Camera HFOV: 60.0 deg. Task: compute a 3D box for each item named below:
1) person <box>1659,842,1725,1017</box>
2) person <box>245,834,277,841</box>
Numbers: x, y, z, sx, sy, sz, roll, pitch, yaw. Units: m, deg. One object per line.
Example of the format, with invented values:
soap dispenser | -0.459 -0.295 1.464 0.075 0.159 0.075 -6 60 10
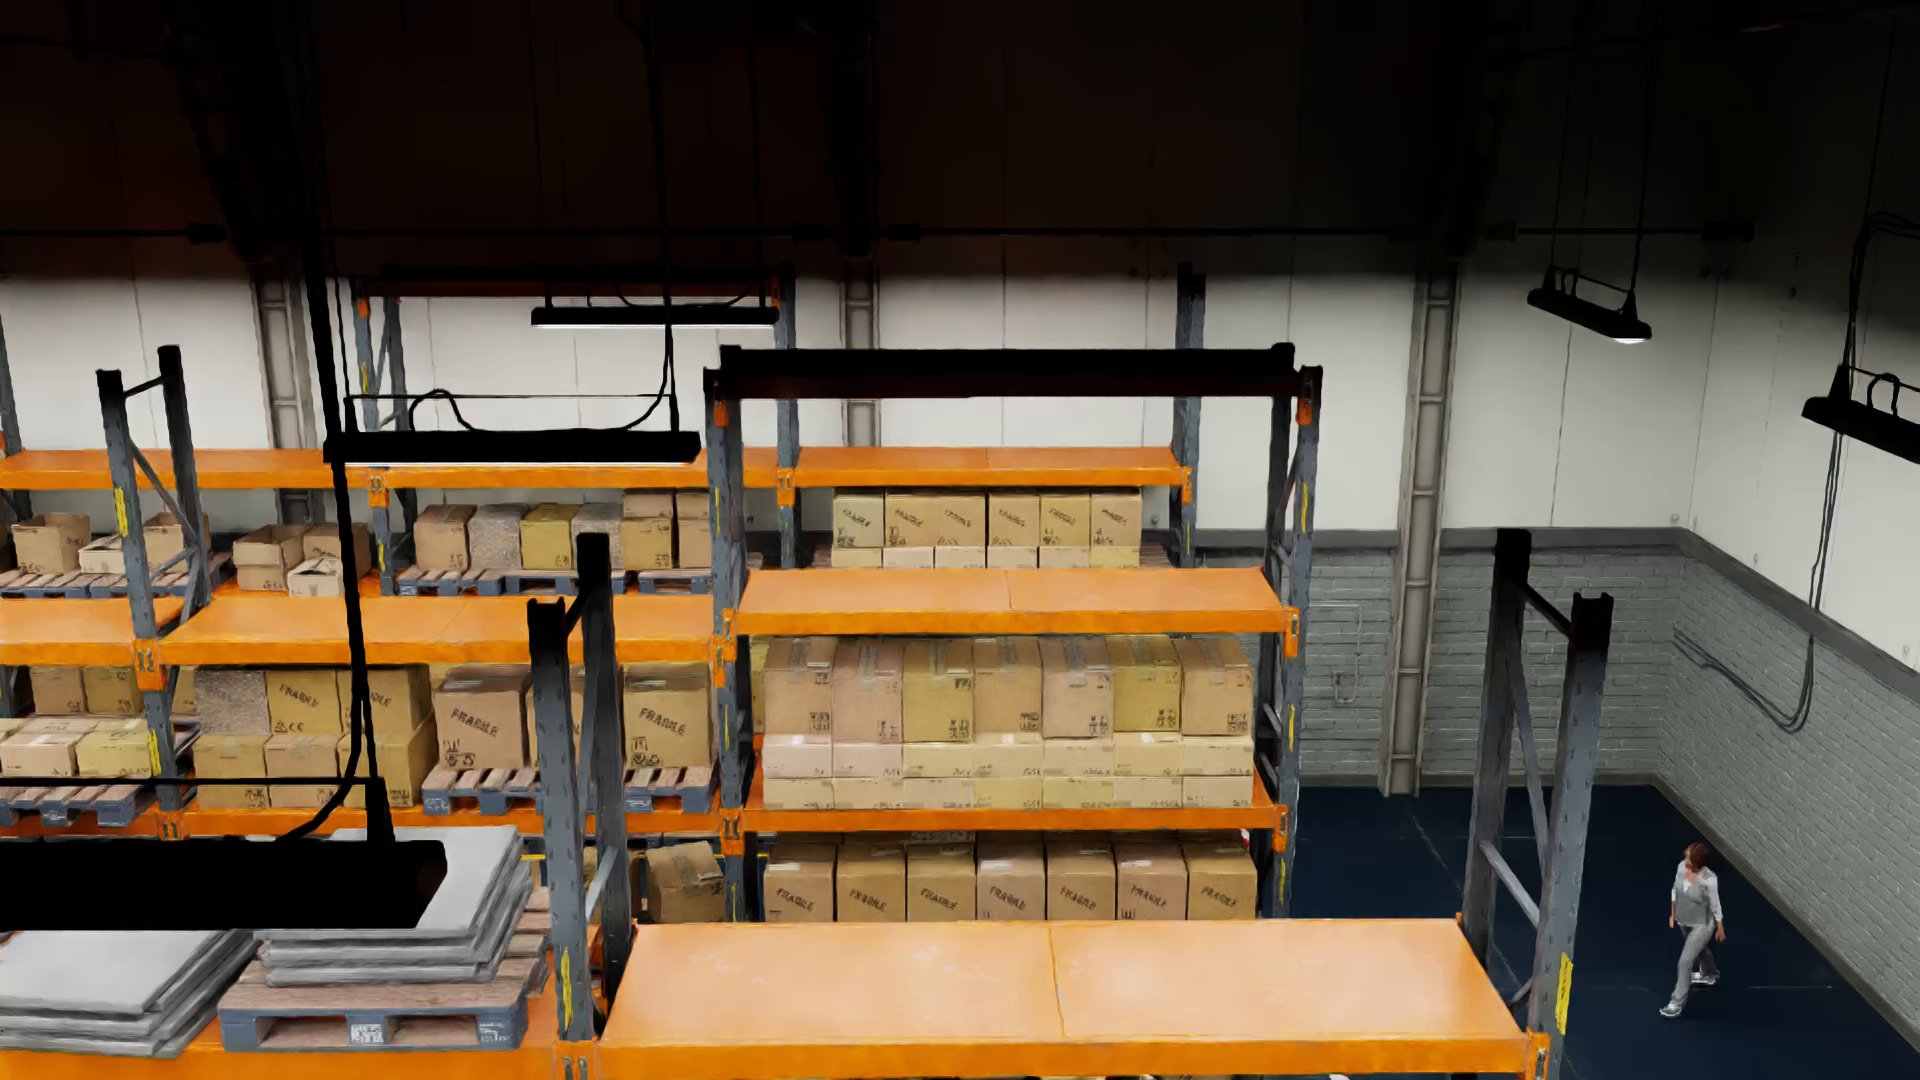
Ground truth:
person | 6.374 3.309 14.436 0.881 1.538 0.451 -7 18 -23
person | -5.904 3.283 14.388 1.088 1.589 0.456 0 16 1
